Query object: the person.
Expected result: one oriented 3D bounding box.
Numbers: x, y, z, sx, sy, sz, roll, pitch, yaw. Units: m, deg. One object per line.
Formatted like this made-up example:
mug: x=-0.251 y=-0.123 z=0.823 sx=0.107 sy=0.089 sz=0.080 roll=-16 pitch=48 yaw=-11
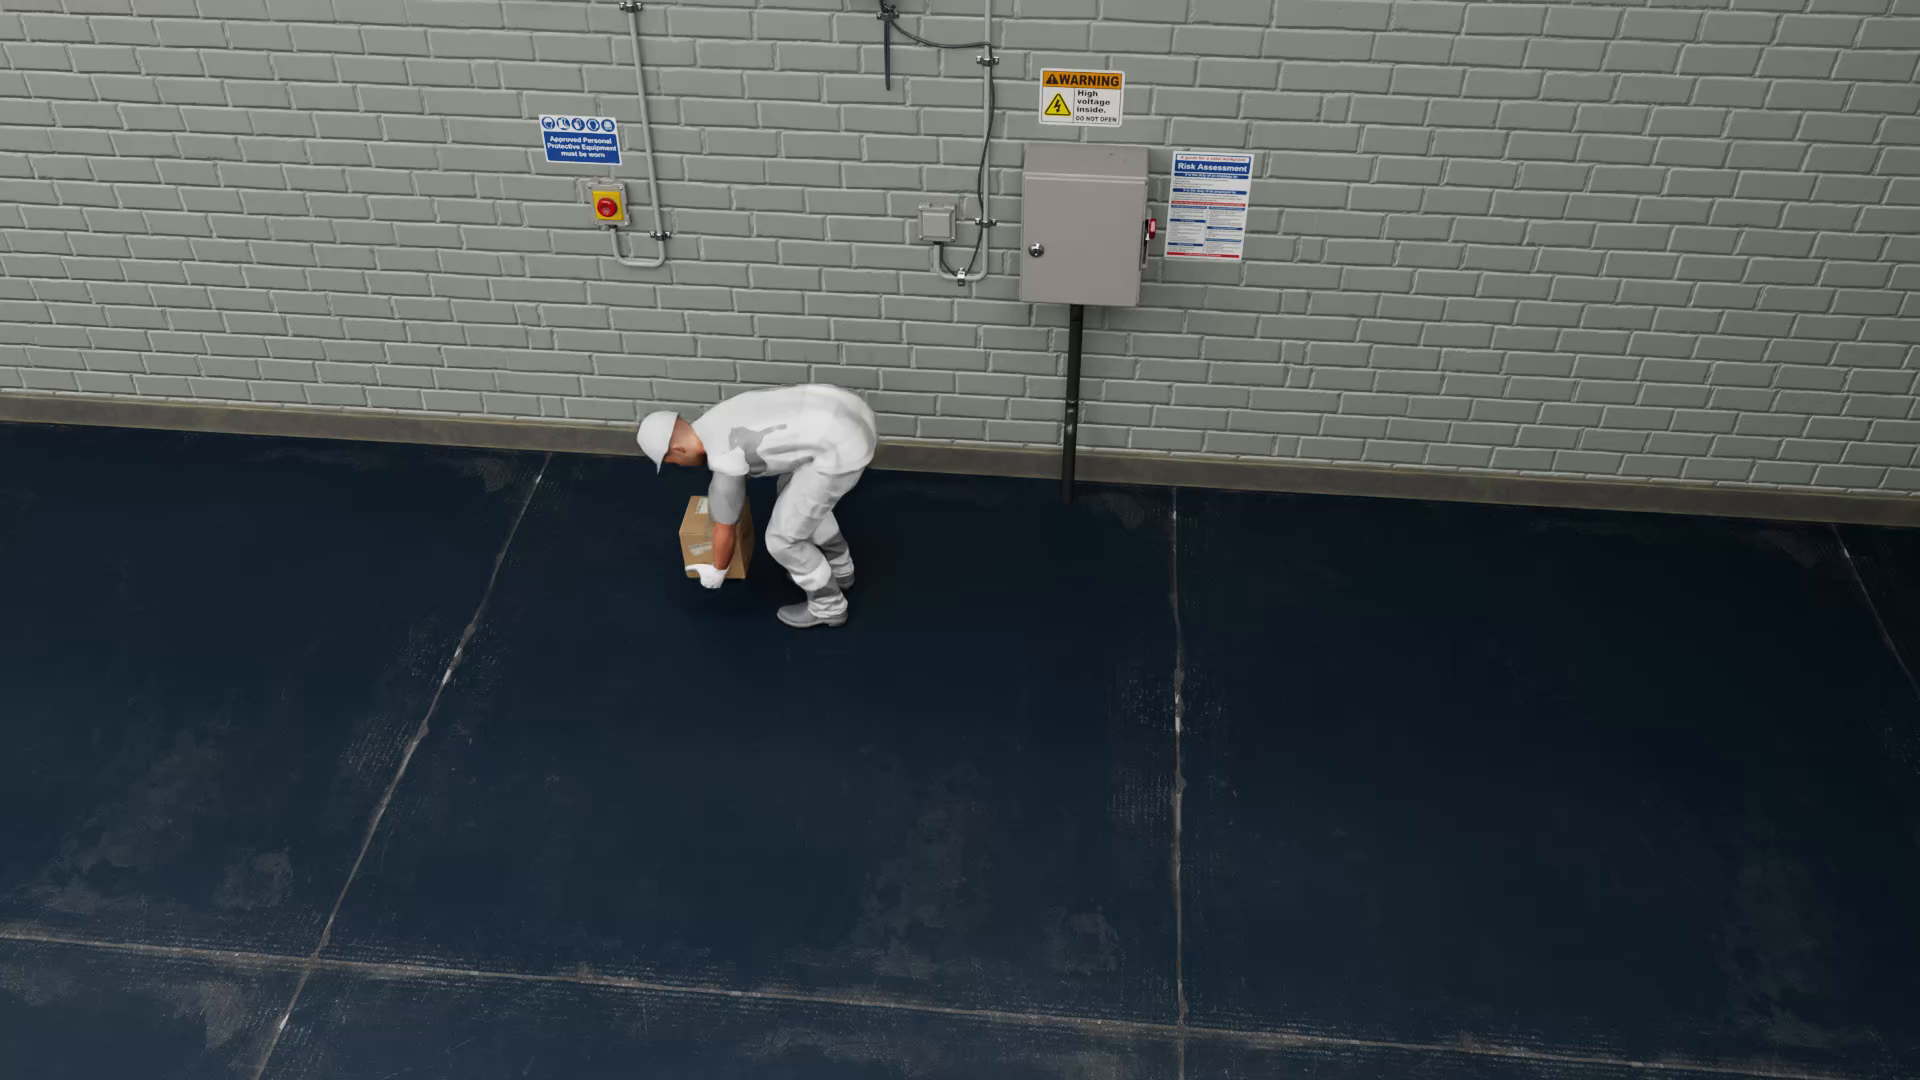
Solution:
person: x=-0.815 y=-0.158 z=6.883 sx=0.963 sy=1.072 sz=0.514 roll=2 pitch=40 yaw=2
